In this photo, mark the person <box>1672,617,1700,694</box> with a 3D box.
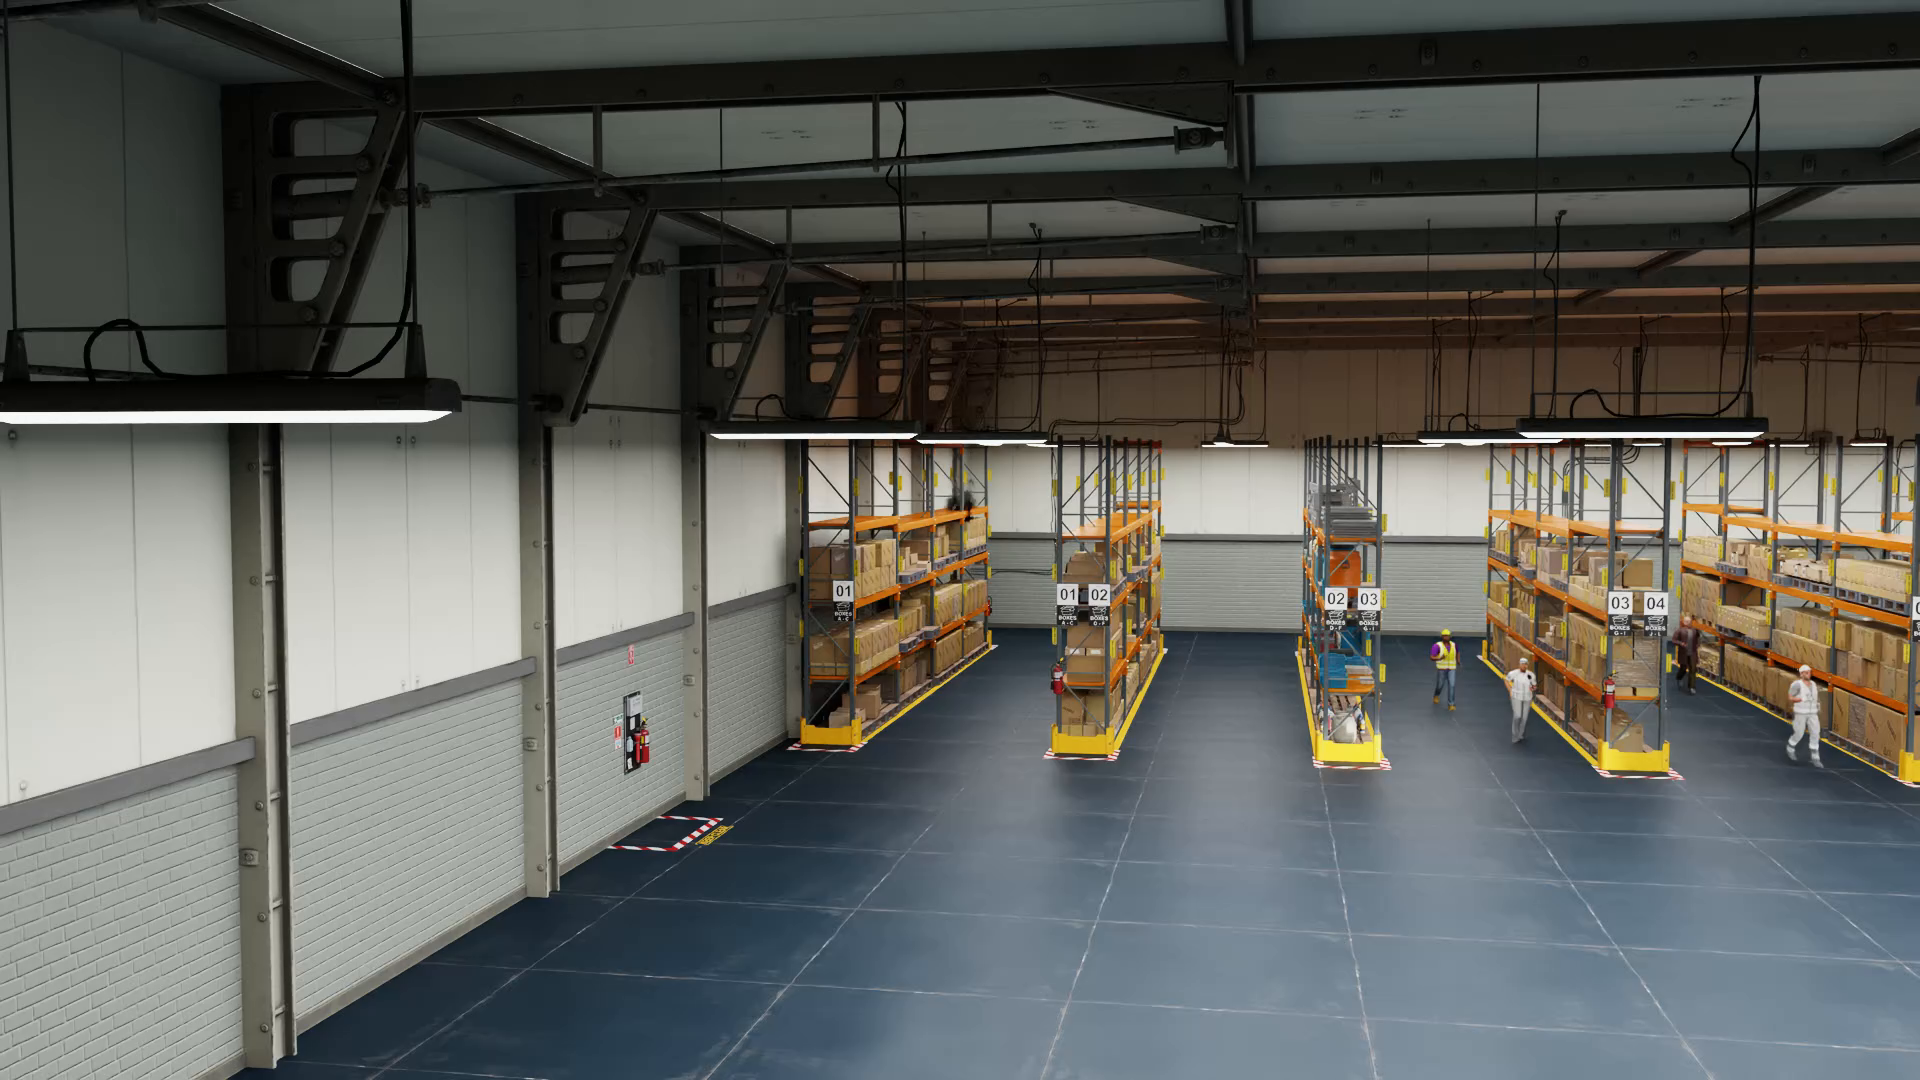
[{"bbox_3d":[17.178,2.700,39.280,0.712,1.776,1.037,0,3,6],"label":"person"}]

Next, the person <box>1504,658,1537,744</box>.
[{"bbox_3d":[10.987,3.152,32.525,0.579,1.686,0.703,0,3,5],"label":"person"}]

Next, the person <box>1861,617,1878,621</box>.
[{"bbox_3d":[24.733,2.391,45.053,0.857,1.774,0.708,2,4,31],"label":"person"}]

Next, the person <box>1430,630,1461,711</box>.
[{"bbox_3d":[10.716,2.843,36.677,0.712,1.744,0.961,0,3,0],"label":"person"}]

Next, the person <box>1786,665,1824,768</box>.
[{"bbox_3d":[15.319,3.164,30.133,0.645,1.800,0.903,0,3,-6],"label":"person"}]
